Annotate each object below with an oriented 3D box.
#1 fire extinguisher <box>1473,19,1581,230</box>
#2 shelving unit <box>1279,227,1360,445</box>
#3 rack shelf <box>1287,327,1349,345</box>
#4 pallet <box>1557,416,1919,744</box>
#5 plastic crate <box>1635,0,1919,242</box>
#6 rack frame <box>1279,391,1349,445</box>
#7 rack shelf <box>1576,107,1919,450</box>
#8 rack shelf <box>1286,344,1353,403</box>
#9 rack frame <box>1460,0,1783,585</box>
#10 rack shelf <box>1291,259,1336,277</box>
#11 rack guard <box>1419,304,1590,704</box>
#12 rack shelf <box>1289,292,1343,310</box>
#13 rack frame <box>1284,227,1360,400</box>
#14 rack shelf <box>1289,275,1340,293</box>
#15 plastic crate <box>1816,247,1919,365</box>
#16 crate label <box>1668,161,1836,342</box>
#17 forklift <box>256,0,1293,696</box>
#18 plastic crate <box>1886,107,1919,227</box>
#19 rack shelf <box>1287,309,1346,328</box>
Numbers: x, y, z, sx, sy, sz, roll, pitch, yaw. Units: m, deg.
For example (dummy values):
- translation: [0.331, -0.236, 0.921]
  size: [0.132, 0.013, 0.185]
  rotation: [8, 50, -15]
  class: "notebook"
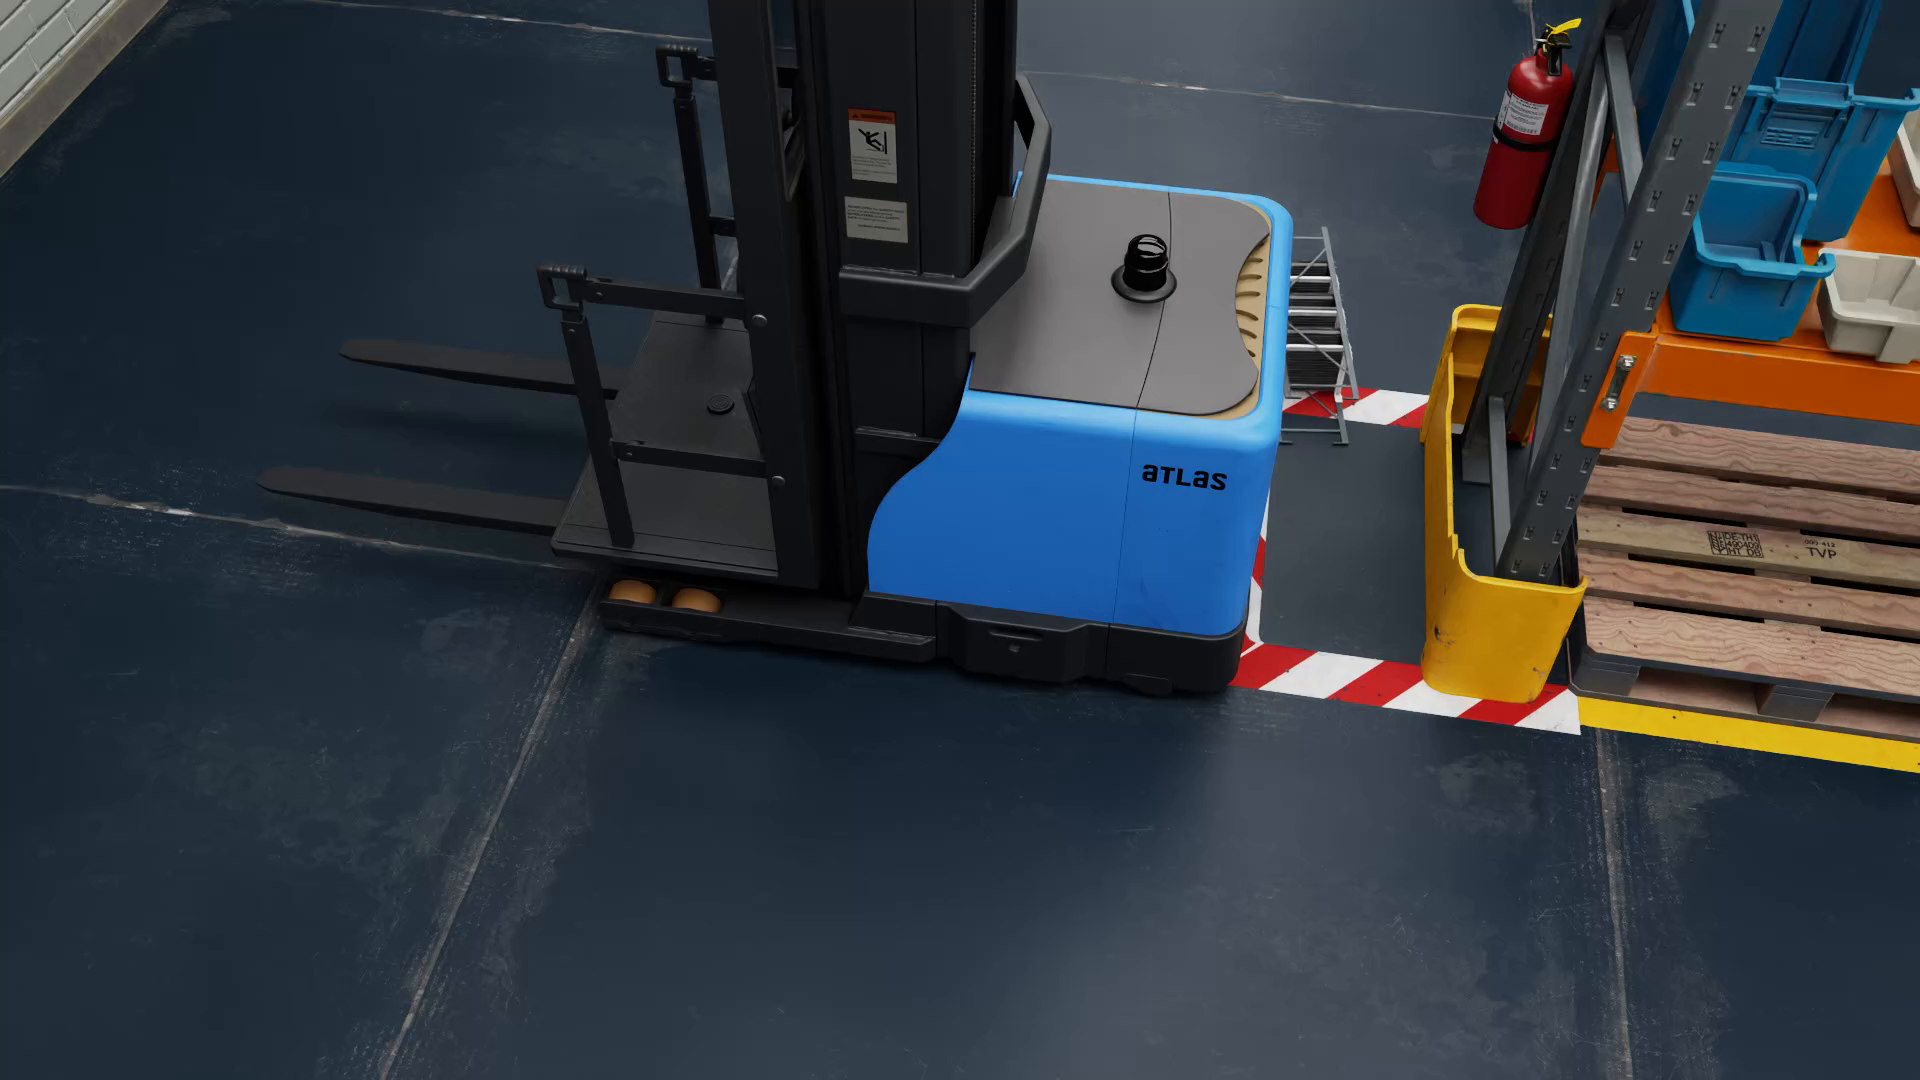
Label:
- translation: [1.579, -1.178, 4.594]
  size: [0.183, 0.674, 0.296]
  rotation: [8, 49, 7]
  class: "fire extinguisher"
- translation: [1.186, -0.723, 5.755]
  size: [0.258, 0.210, 0.900]
  rotation: [1, 48, 1]
  class: "shelving unit"
- translation: [1.182, -0.632, 5.673]
  size: [0.258, 0.200, 0.077]
  rotation: [1, 48, 1]
  class: "rack shelf"
- translation: [2.452, 0.094, 5.024]
  size: [1.213, 0.211, 1.003]
  rotation: [8, 49, 7]
  class: "pallet"
- translation: [2.010, -1.100, 4.158]
  size: [0.499, 0.435, 0.616]
  rotation: [8, 49, 7]
  class: "plastic crate"
- translation: [1.186, -0.655, 5.831]
  size: [0.240, 0.006, 0.900]
  rotation: [1, 48, 1]
  class: "rack frame"
- translation: [3.615, -0.471, 4.140]
  size: [4.000, 0.370, 1.077]
  rotation: [8, 49, 7]
  class: "rack shelf"
- translation: [1.179, -0.565, 5.613]
  size: [0.258, 0.200, 0.077]
  rotation: [1, 48, 1]
  class: "rack shelf"
- translation: [1.647, -0.976, 4.110]
  size: [0.127, 3.000, 1.000]
  rotation: [8, 49, 7]
  class: "rack frame"
- translation: [1.193, -0.899, 5.913]
  size: [0.258, 0.200, 0.077]
  rotation: [1, 48, 1]
  class: "rack shelf"
- translation: [1.621, -0.134, 5.034]
  size: [0.348, 0.500, 1.175]
  rotation: [8, 49, 7]
  class: "rack guard"
- translation: [1.187, -0.765, 5.793]
  size: [0.258, 0.200, 0.077]
  rotation: [1, 48, 1]
  class: "rack shelf"
- translation: [1.186, -0.791, 5.680]
  size: [0.240, 0.006, 0.900]
  rotation: [1, 48, 1]
  class: "rack frame"
- translation: [1.190, -0.832, 5.853]
  size: [0.258, 0.200, 0.077]
  rotation: [1, 48, 1]
  class: "rack shelf"
- translation: [2.132, -0.531, 3.847]
  size: [0.298, 0.136, 0.250]
  rotation: [8, 49, 7]
  class: "plastic crate"
- translation: [1.831, -0.666, 3.904]
  size: [0.303, 0.233, 0.416]
  rotation: [8, 49, 7]
  class: "crate label"
- translation: [-0.617, -1.059, 4.231]
  size: [3.031, 2.935, 1.130]
  rotation: [7, 48, 6]
  class: "forklift"
- translation: [2.482, -0.932, 4.208]
  size: [0.243, 0.136, 0.396]
  rotation: [8, 49, 7]
  class: "plastic crate"
- translation: [1.185, -0.699, 5.733]
  size: [0.258, 0.200, 0.077]
  rotation: [1, 48, 1]
  class: "rack shelf"
